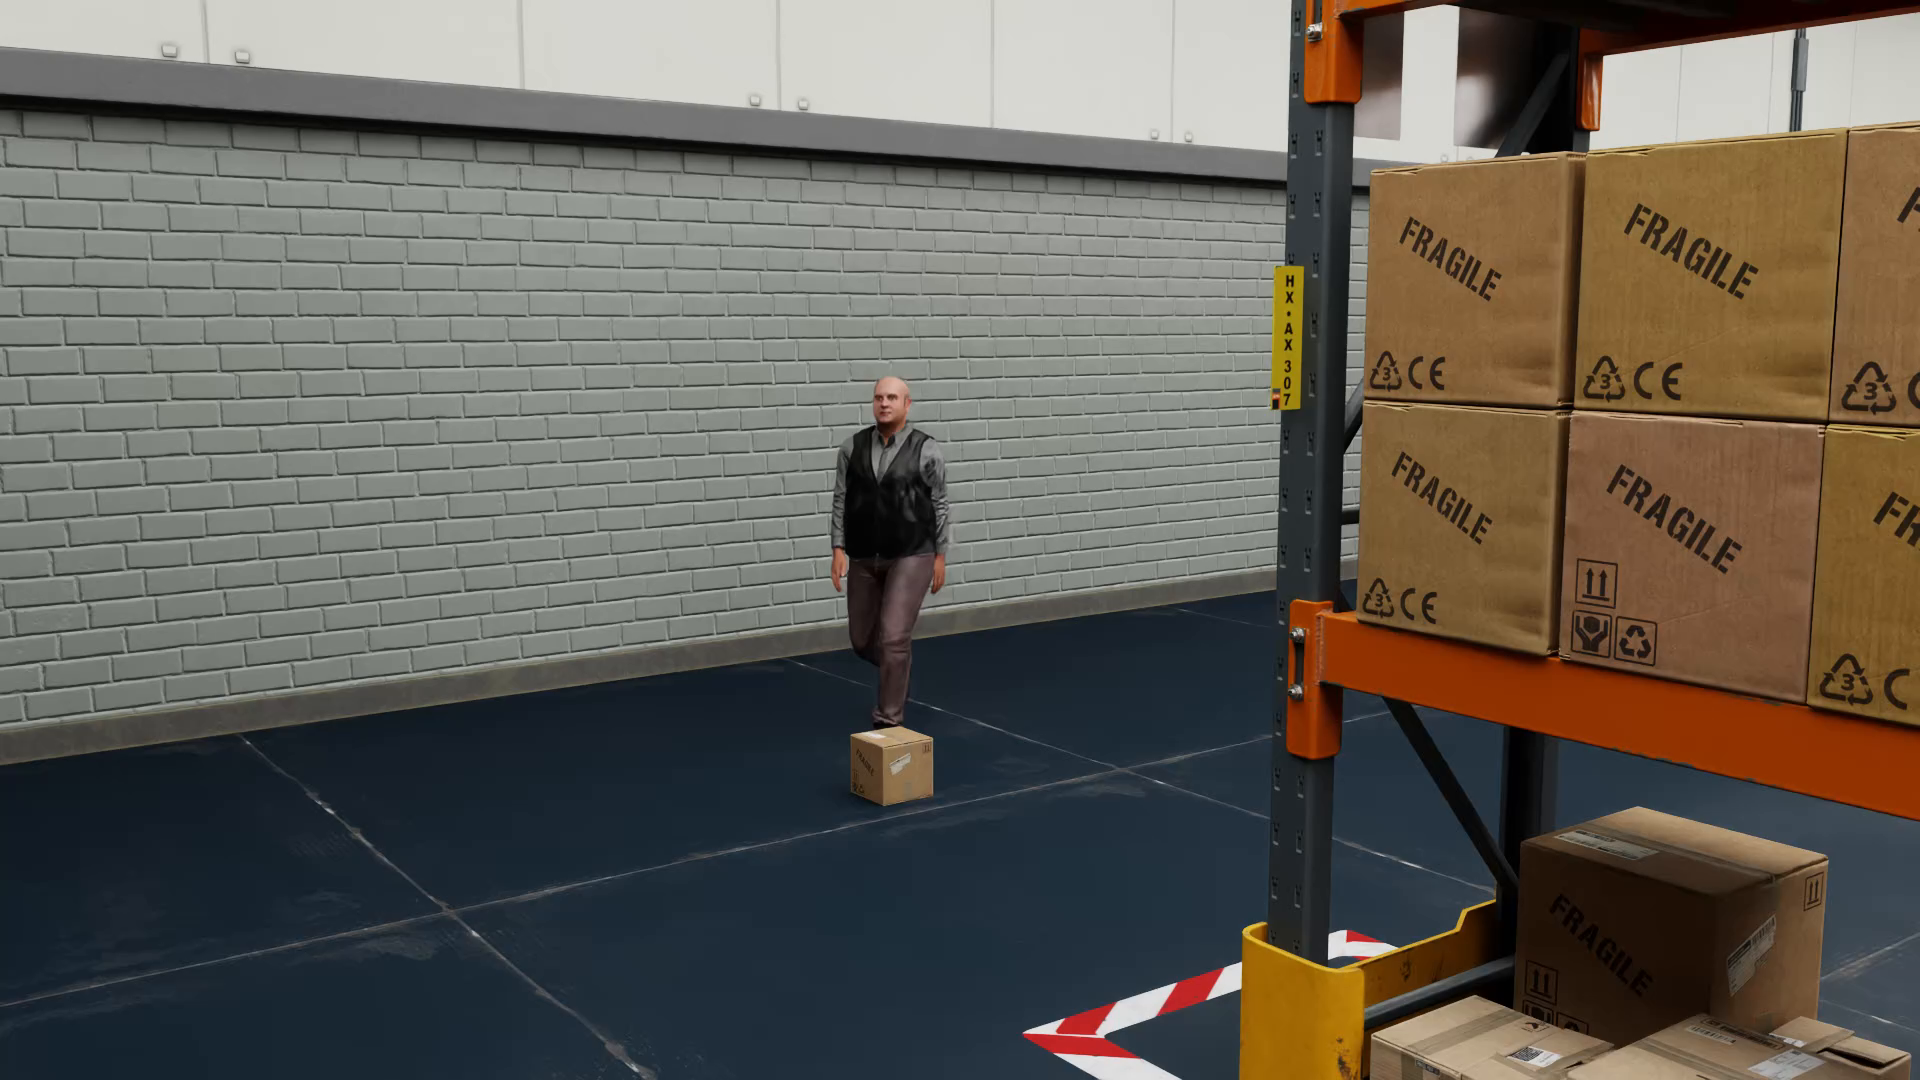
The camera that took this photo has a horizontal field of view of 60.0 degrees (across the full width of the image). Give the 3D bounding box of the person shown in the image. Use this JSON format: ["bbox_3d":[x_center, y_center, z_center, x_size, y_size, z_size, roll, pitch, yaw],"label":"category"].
[{"bbox_3d":[-0.326,0.081,7.810,0.539,1.692,0.900,2,8,18],"label":"person"}]
